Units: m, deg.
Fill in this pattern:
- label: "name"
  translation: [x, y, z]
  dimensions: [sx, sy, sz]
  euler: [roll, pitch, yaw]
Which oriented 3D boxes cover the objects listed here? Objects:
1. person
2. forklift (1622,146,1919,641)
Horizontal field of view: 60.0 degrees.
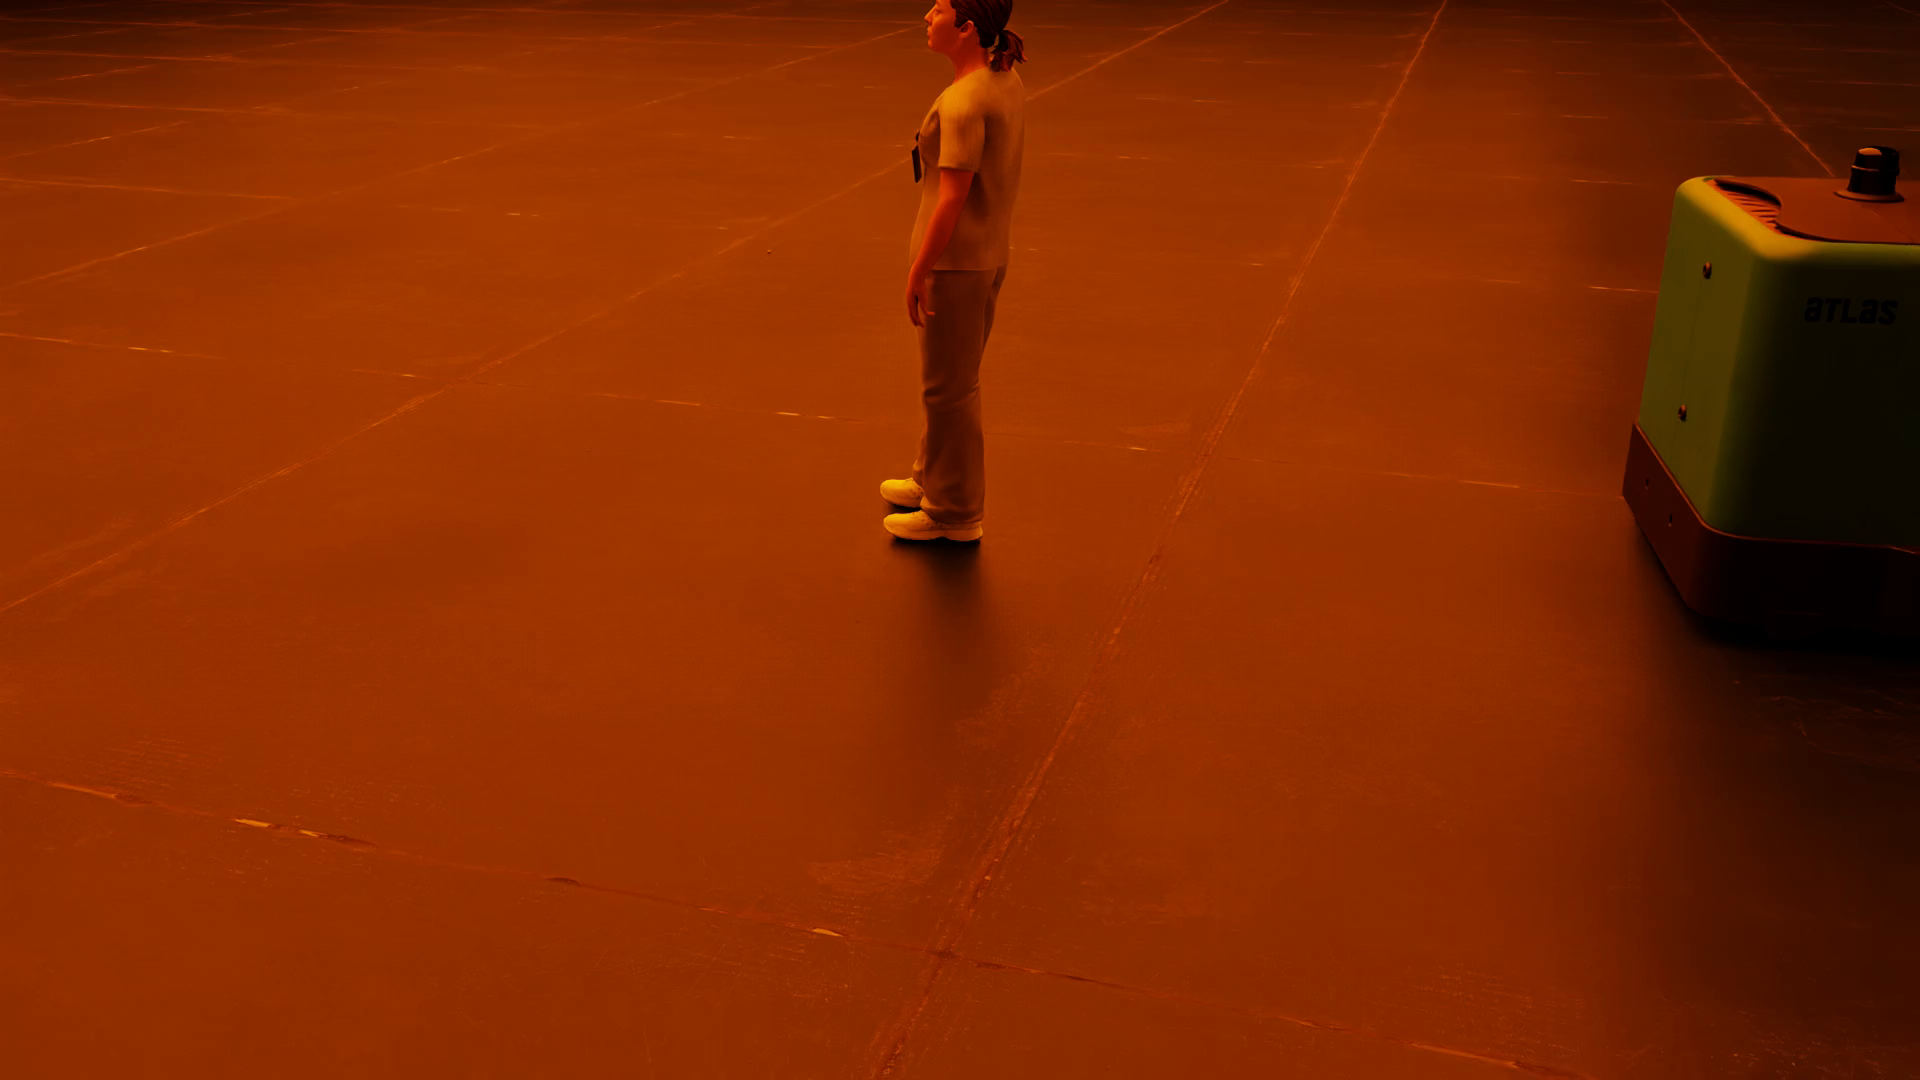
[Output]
- label: "person"
  translation: [-0.076, -0.791, 4.835]
  dimensions: [0.528, 1.665, 0.549]
  euler: [7, 23, 16]
- label: "forklift"
  translation: [3.531, -1.181, 4.140]
  dimensions: [3.031, 2.935, 1.130]
  euler: [4, 23, 8]
